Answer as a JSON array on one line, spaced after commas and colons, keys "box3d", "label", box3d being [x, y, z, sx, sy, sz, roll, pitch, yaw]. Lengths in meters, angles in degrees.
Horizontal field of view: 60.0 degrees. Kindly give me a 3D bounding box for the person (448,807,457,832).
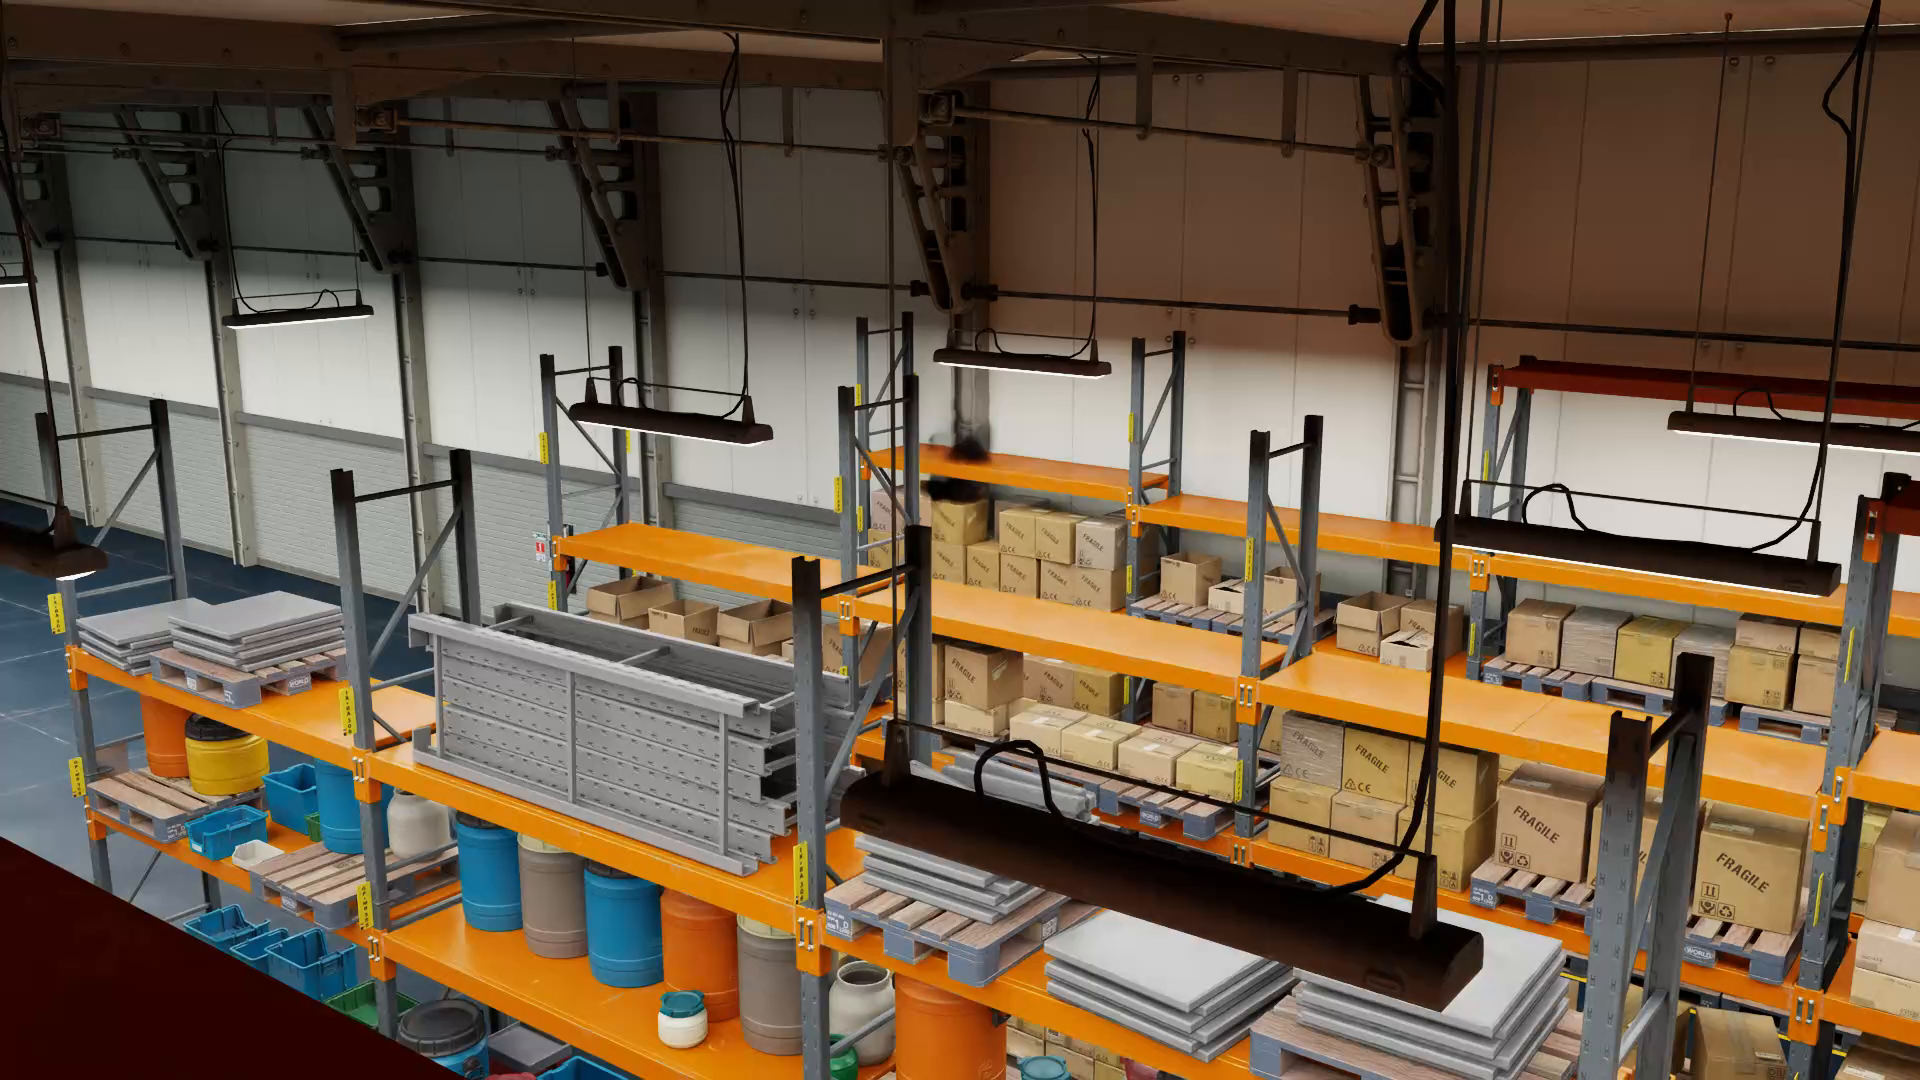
[{"box3d": [-5.789, 2.914, 19.053, 0.929, 1.681, 0.629, -4, 14, -15], "label": "person"}]
